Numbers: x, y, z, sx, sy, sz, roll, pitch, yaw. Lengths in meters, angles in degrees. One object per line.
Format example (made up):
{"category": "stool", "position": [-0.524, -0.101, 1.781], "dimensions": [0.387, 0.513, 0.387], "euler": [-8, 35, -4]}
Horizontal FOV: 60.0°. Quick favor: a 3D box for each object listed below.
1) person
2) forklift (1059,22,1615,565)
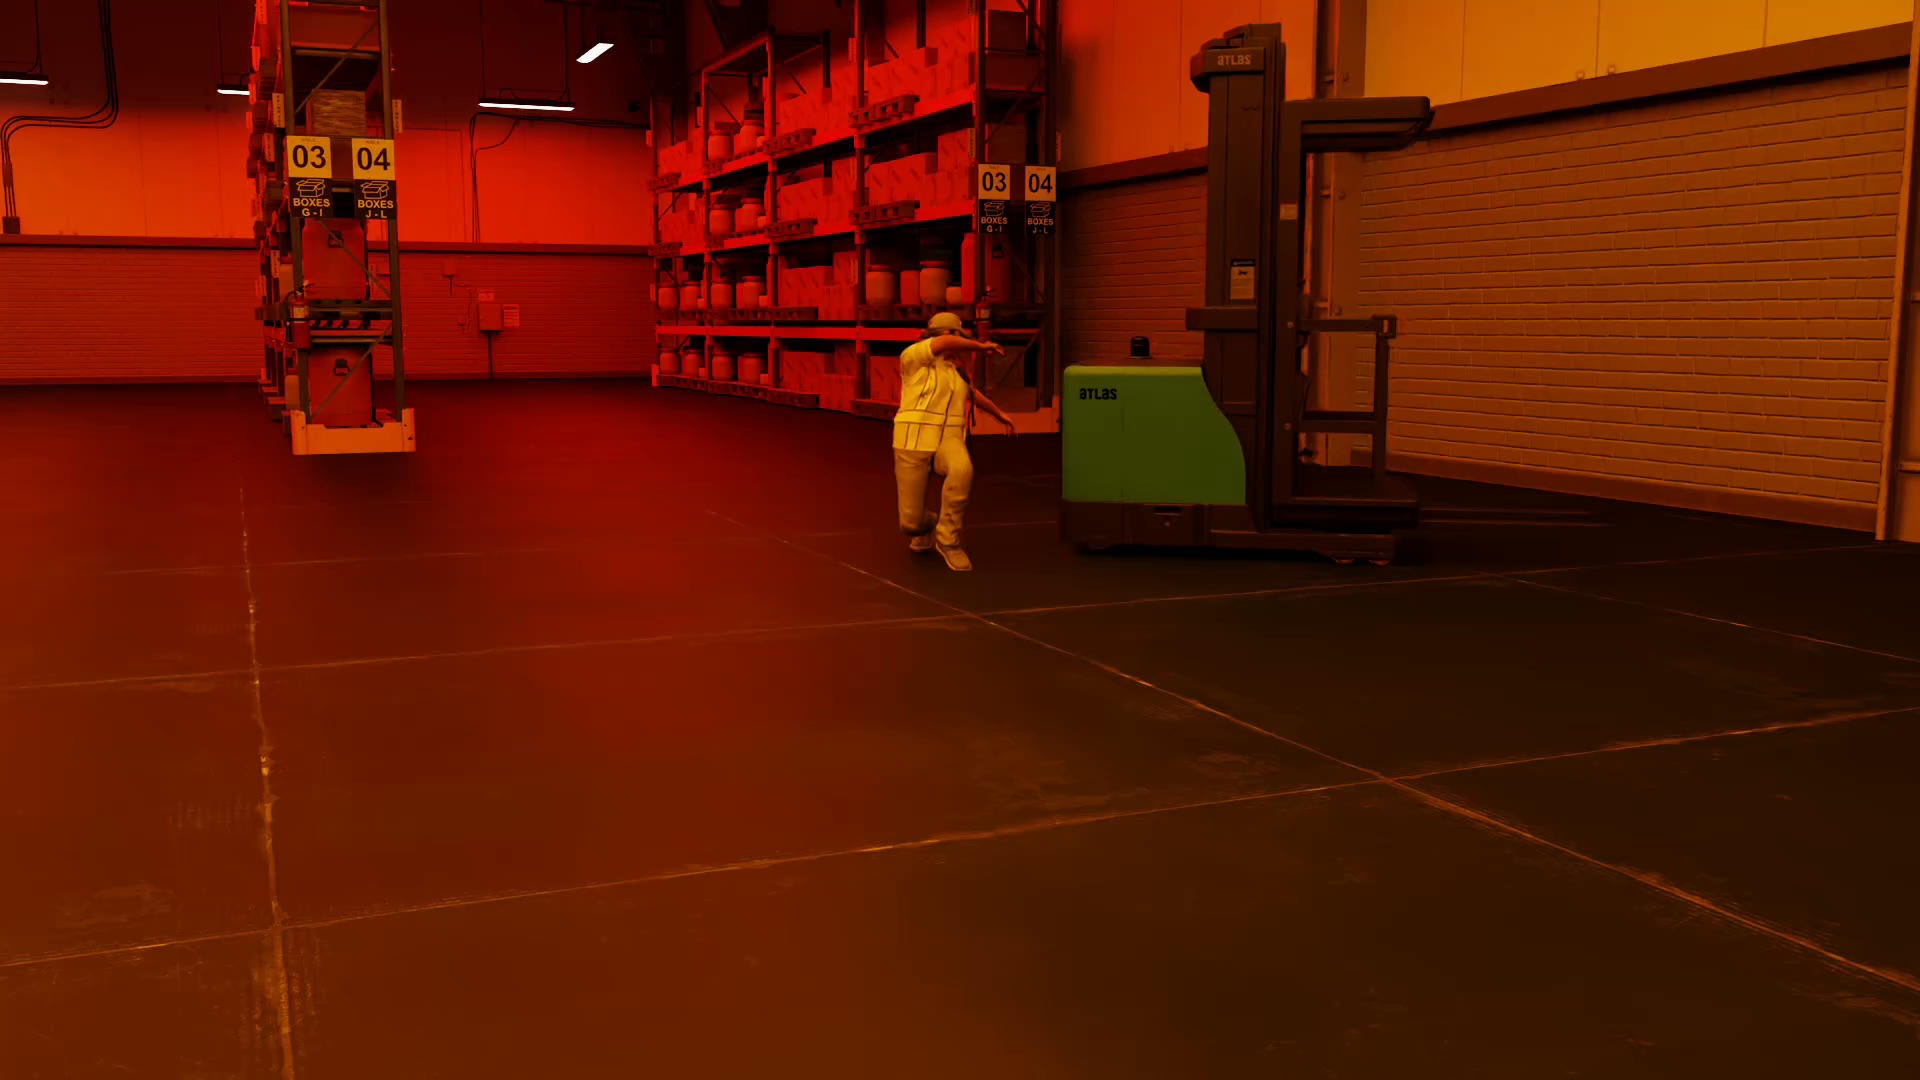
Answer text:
{"category": "person", "position": [0.035, -0.574, 9.290], "dimensions": [0.852, 1.387, 0.950], "euler": [-3, 8, -20]}
{"category": "forklift", "position": [2.146, -1.391, 9.492], "dimensions": [3.031, 2.935, 1.130], "euler": [2, 8, 13]}
